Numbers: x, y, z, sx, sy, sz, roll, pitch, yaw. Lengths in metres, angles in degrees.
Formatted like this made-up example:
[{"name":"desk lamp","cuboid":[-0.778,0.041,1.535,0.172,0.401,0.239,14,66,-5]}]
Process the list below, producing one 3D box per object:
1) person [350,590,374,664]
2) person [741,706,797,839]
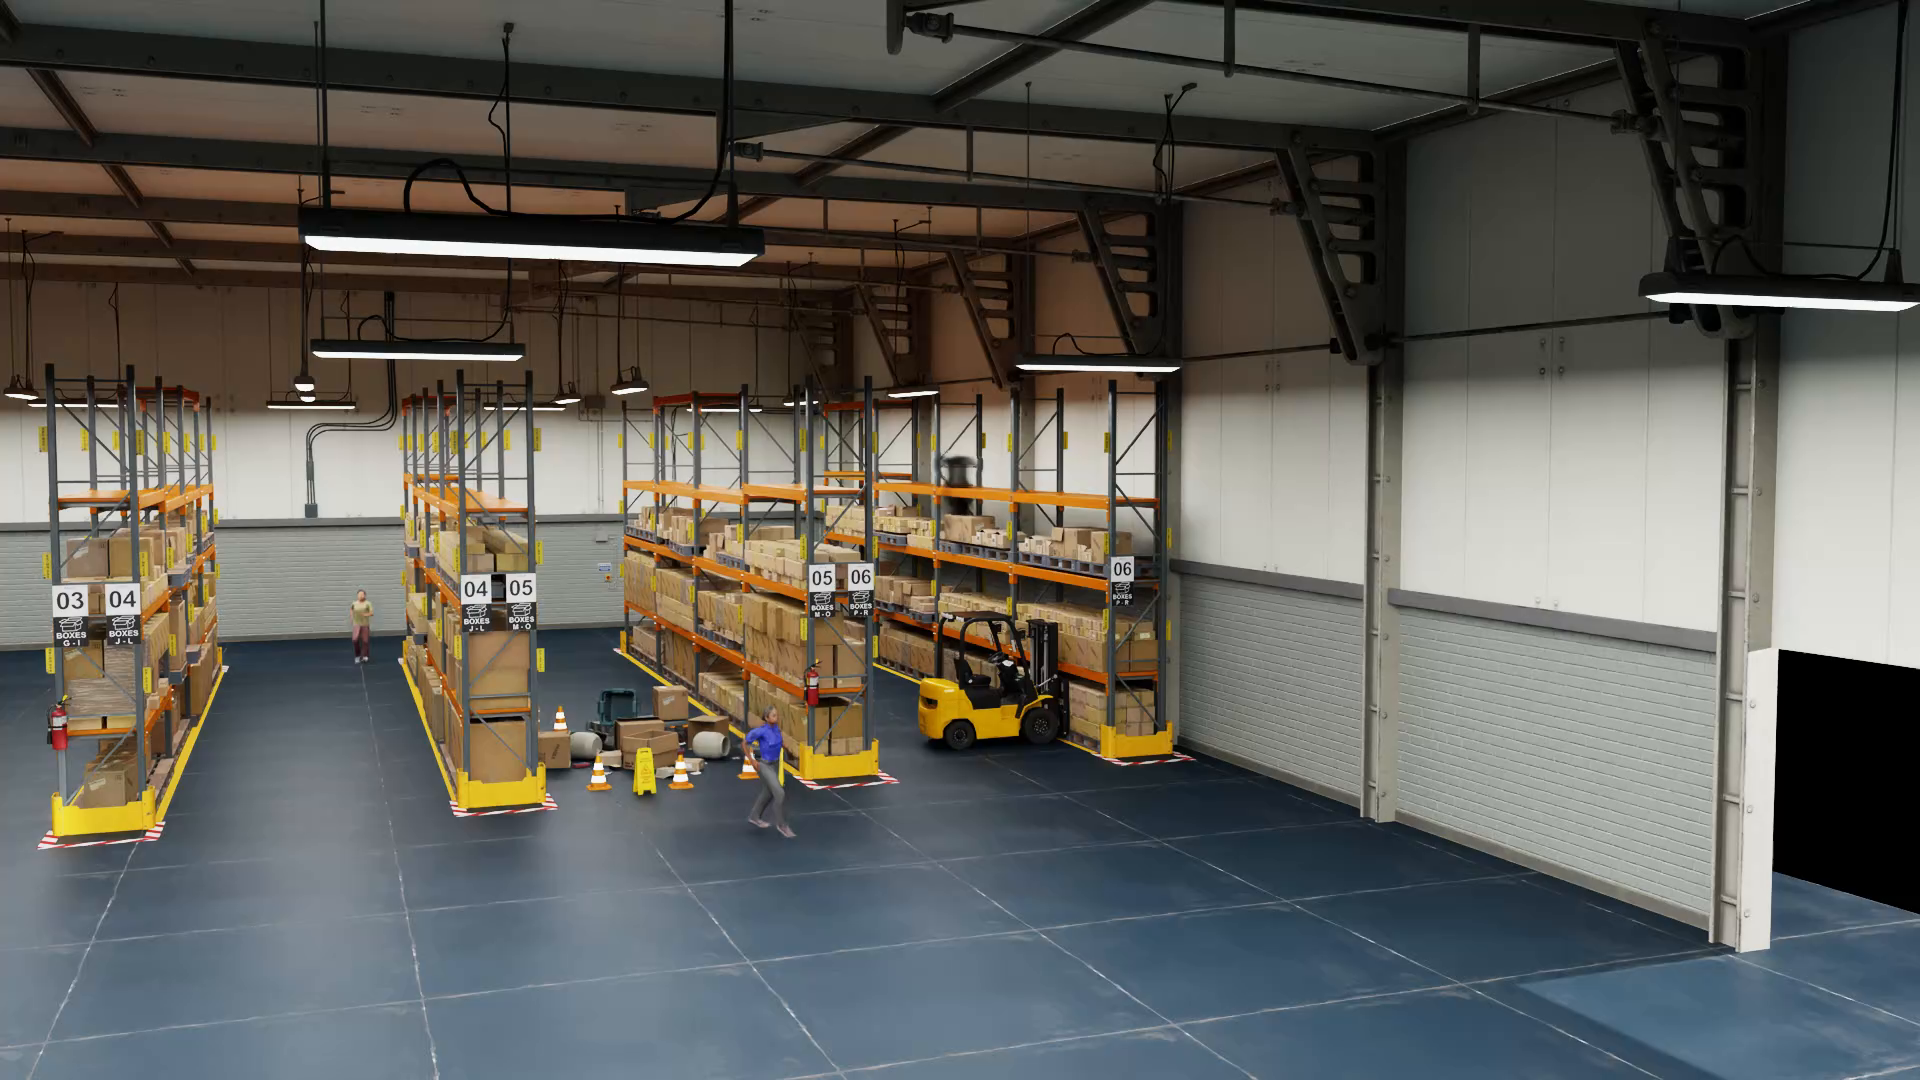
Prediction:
[{"name":"person","cuboid":[-13.575,1.964,37.703,0.562,1.687,0.684,-1,3,-9]},{"name":"person","cuboid":[-2.448,2.958,21.115,0.762,1.691,0.664,2,4,26]}]
